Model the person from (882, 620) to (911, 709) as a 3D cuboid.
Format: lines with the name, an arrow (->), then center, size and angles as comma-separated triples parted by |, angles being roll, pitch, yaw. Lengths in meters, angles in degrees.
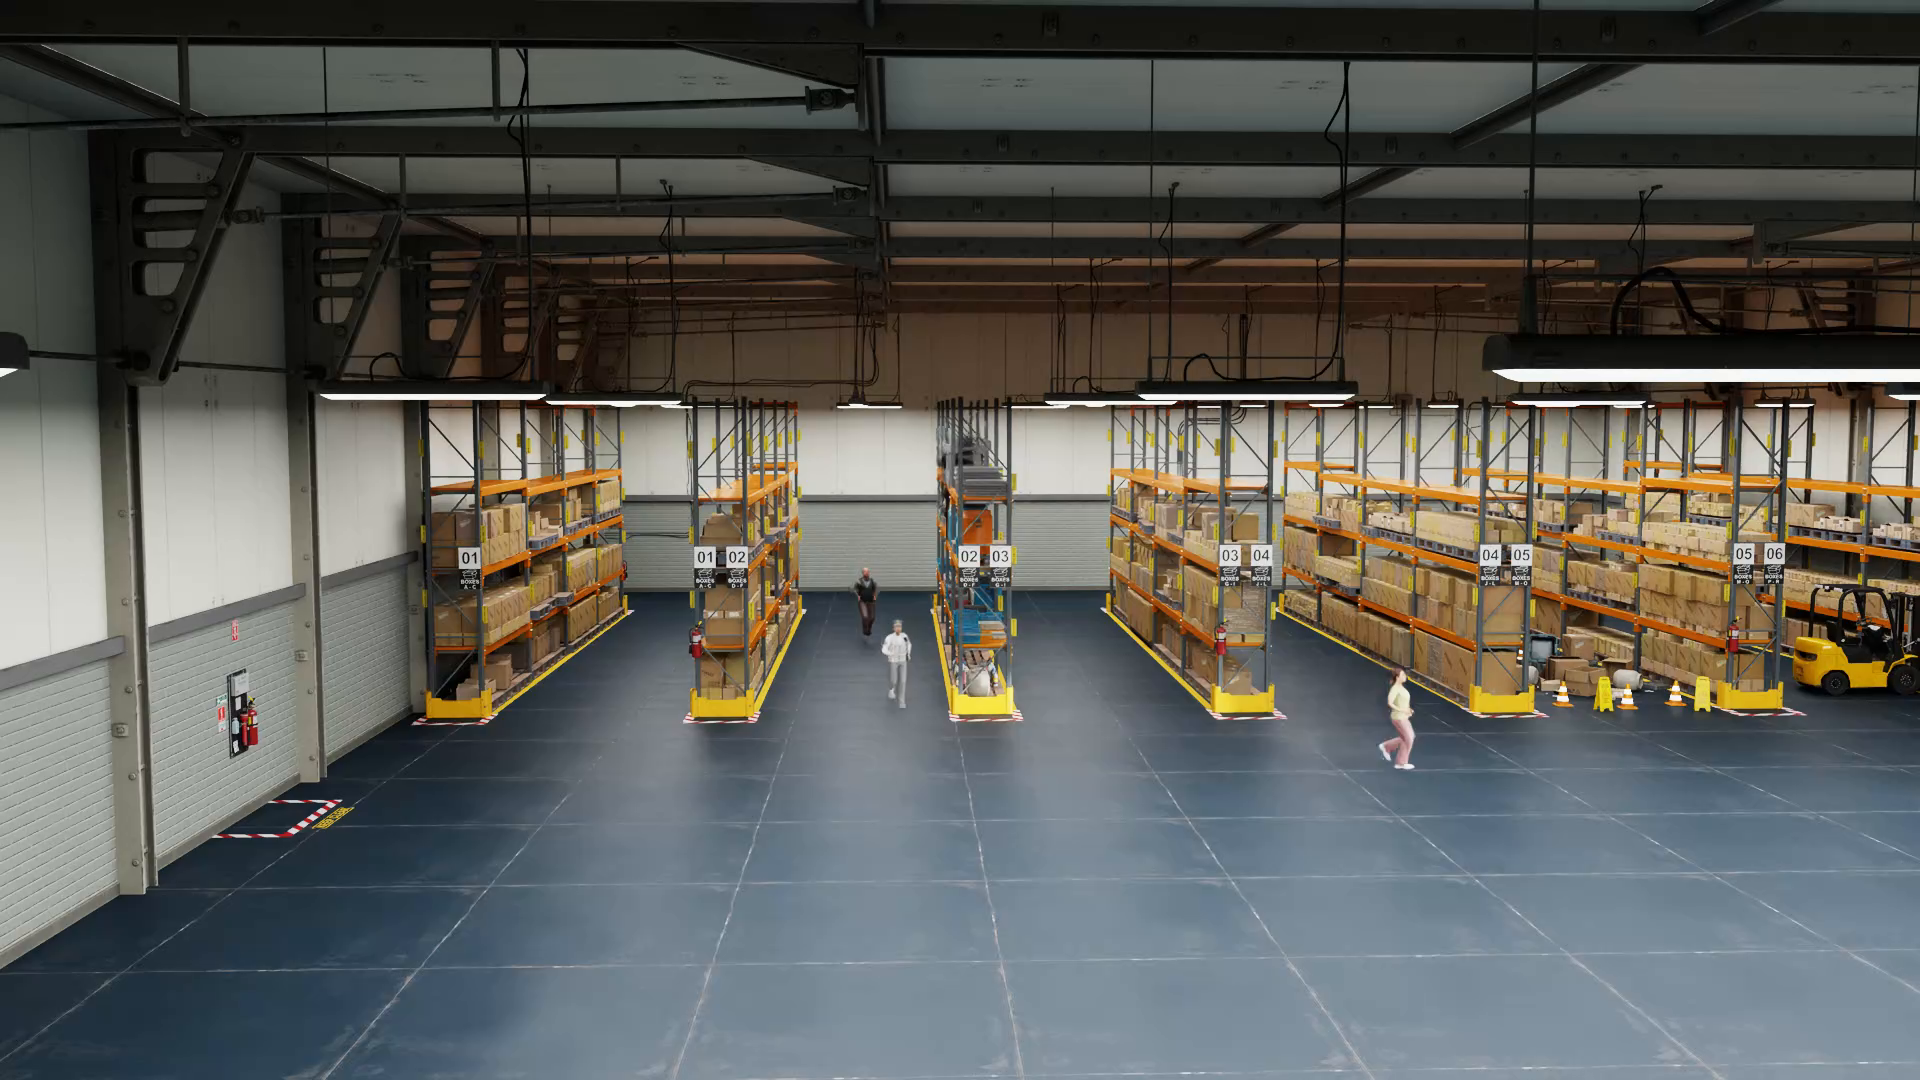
person -> -1.207, 2.381, 32.294 | 0.616, 1.692, 0.901 | -1, 5, -16

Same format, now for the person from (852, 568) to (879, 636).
person -> -2.287, 1.524, 40.523 | 0.657, 1.683, 0.587 | -1, 5, -13

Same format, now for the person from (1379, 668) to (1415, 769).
person -> 6.998, 2.852, 26.647 | 0.579, 1.618, 0.578 | 2, 5, 27

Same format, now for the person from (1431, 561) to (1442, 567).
person -> 14.191, 1.229, 49.264 | 0.790, 1.382, 0.553 | 0, 4, 5
